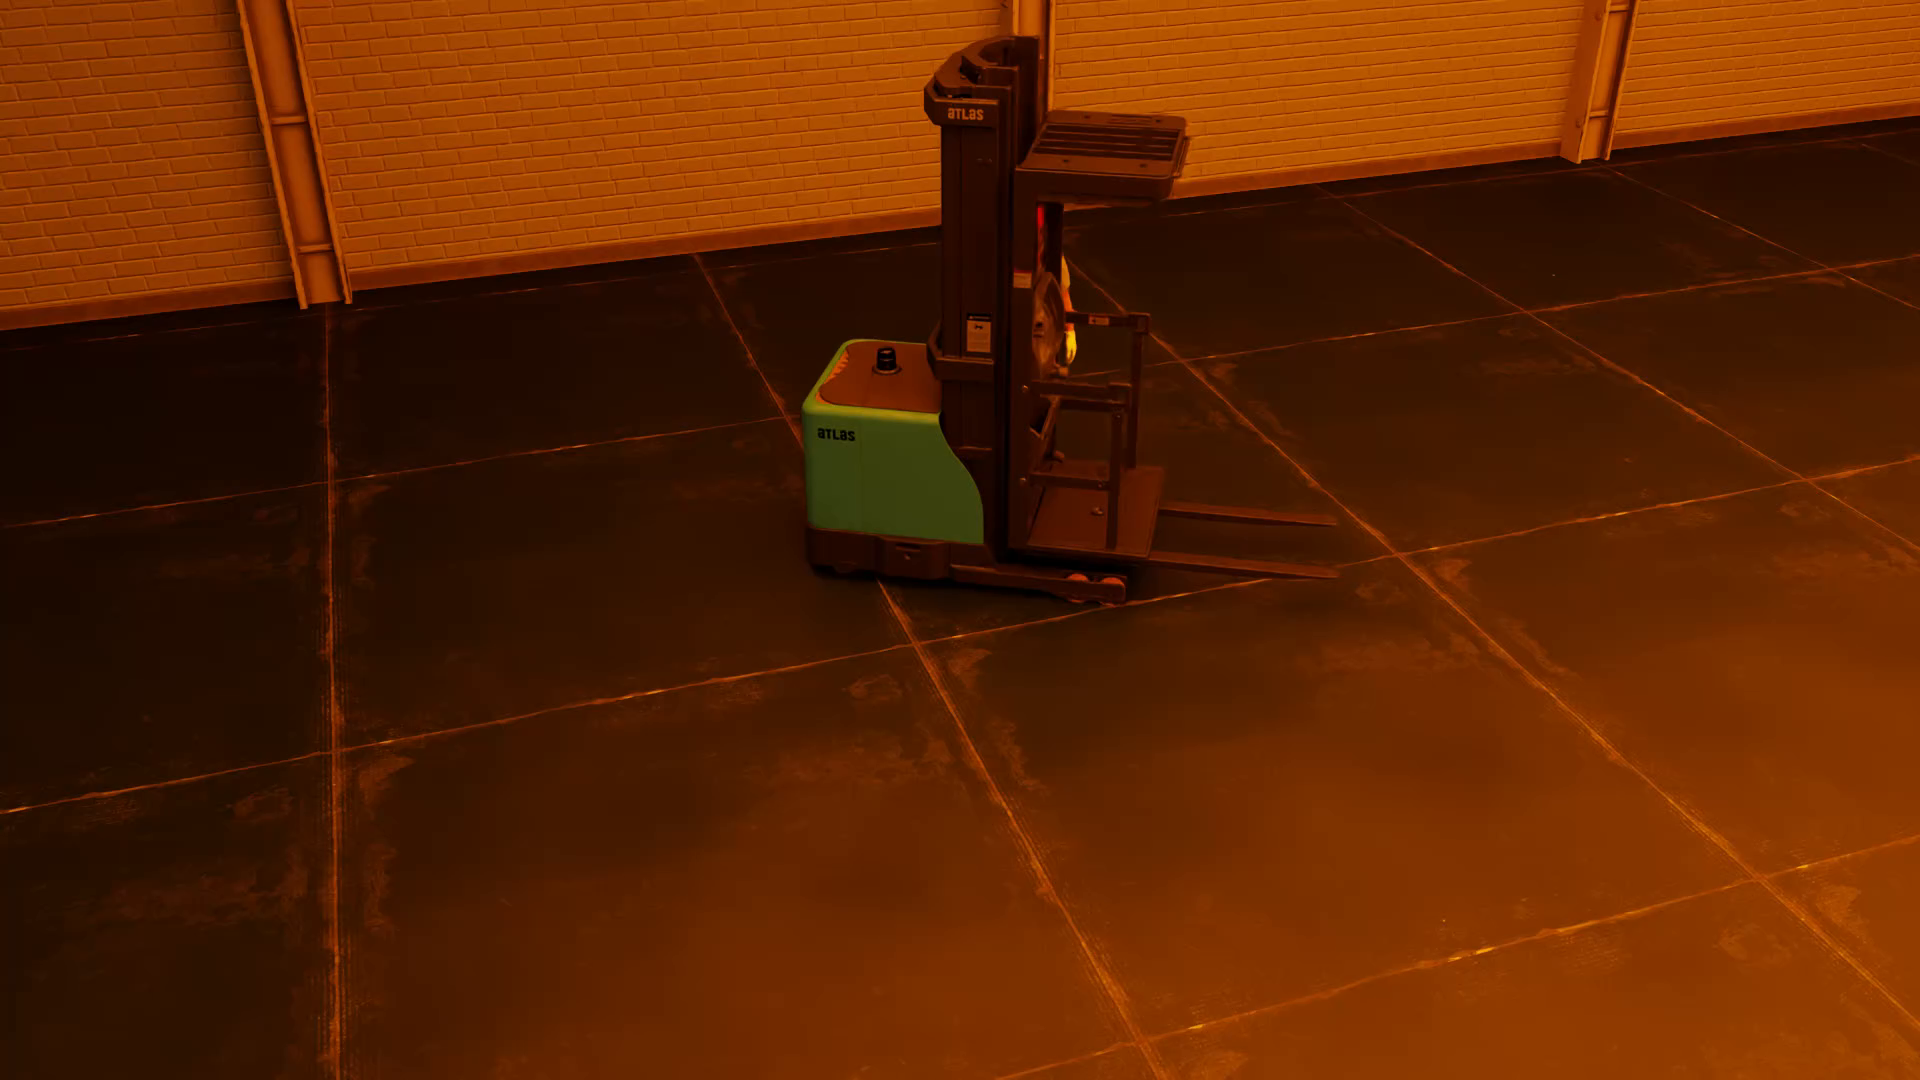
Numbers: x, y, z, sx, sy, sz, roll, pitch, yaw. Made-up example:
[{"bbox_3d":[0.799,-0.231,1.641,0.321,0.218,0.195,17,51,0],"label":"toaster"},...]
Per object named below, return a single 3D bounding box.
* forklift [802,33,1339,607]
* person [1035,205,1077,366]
[{"bbox_3d":[0.676,-1.181,9.140,3.031,2.935,1.130,6,30,10],"label":"forklift"},{"bbox_3d":[0.405,-1.209,10.333,0.677,1.792,0.482,-5,30,-9],"label":"person"}]
